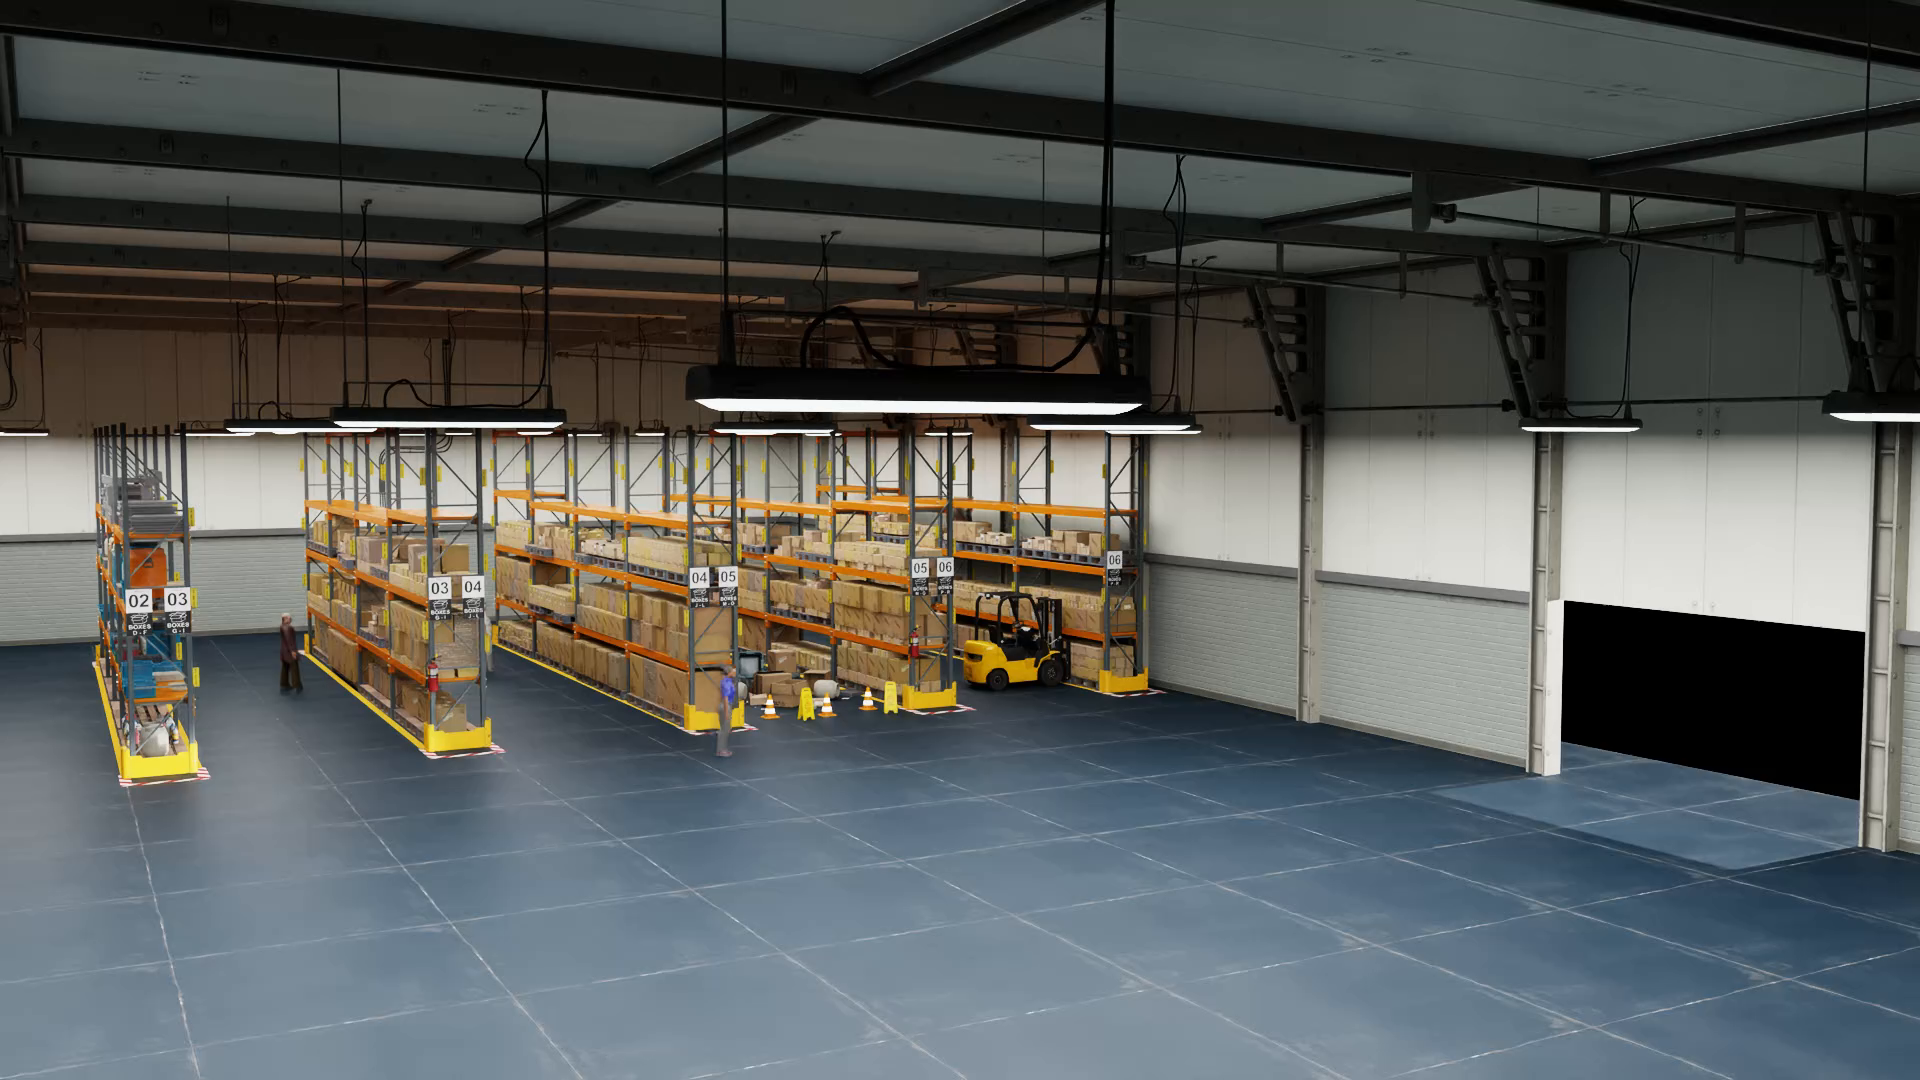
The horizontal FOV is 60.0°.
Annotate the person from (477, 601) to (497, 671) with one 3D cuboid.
[{"bbox_3d":[-11.699,2.375,40.963,0.476,1.721,0.613,-3,5,-43],"label":"person"}]

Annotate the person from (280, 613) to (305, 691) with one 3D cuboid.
[{"bbox_3d":[-15.187,2.537,37.789,0.642,1.772,0.497,3,5,45],"label":"person"}]

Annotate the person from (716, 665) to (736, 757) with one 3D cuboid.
[{"bbox_3d":[-4.238,3.079,30.079,0.357,1.659,0.557,-1,4,-11],"label":"person"}]
